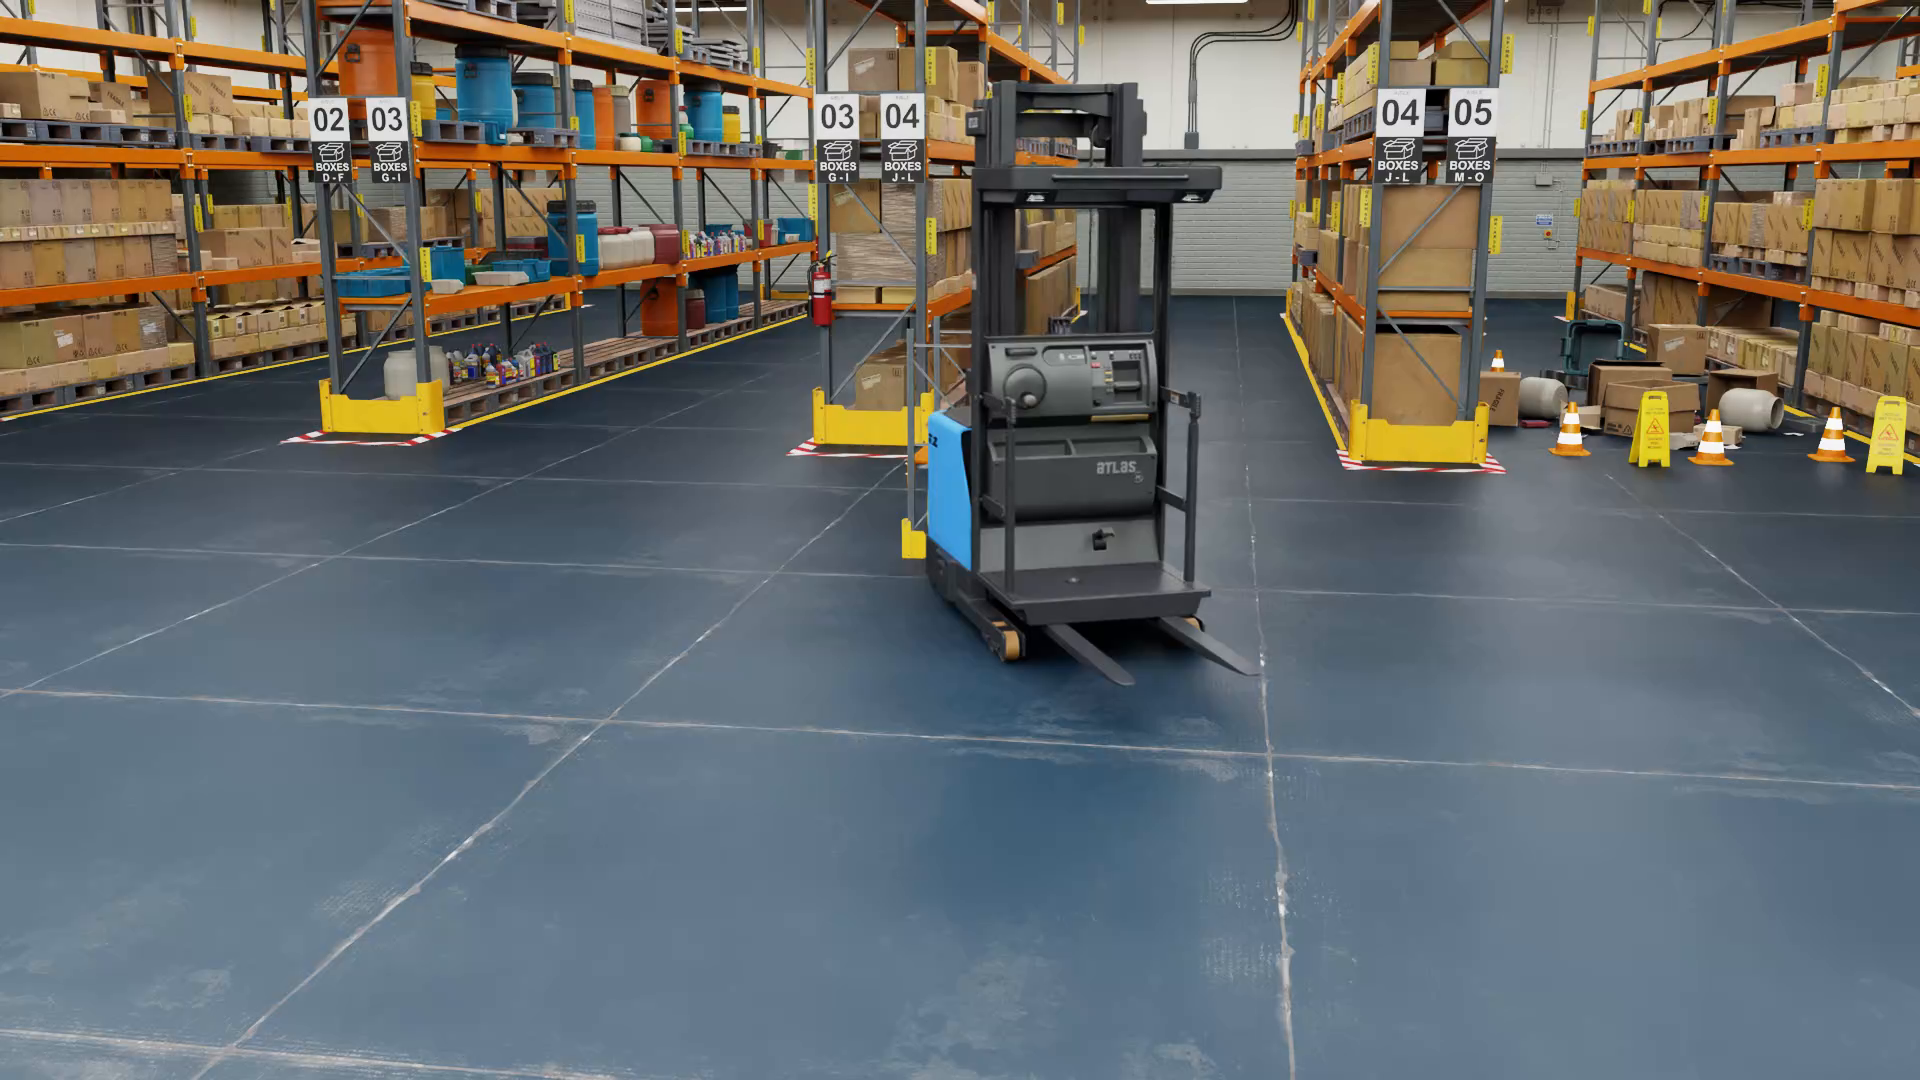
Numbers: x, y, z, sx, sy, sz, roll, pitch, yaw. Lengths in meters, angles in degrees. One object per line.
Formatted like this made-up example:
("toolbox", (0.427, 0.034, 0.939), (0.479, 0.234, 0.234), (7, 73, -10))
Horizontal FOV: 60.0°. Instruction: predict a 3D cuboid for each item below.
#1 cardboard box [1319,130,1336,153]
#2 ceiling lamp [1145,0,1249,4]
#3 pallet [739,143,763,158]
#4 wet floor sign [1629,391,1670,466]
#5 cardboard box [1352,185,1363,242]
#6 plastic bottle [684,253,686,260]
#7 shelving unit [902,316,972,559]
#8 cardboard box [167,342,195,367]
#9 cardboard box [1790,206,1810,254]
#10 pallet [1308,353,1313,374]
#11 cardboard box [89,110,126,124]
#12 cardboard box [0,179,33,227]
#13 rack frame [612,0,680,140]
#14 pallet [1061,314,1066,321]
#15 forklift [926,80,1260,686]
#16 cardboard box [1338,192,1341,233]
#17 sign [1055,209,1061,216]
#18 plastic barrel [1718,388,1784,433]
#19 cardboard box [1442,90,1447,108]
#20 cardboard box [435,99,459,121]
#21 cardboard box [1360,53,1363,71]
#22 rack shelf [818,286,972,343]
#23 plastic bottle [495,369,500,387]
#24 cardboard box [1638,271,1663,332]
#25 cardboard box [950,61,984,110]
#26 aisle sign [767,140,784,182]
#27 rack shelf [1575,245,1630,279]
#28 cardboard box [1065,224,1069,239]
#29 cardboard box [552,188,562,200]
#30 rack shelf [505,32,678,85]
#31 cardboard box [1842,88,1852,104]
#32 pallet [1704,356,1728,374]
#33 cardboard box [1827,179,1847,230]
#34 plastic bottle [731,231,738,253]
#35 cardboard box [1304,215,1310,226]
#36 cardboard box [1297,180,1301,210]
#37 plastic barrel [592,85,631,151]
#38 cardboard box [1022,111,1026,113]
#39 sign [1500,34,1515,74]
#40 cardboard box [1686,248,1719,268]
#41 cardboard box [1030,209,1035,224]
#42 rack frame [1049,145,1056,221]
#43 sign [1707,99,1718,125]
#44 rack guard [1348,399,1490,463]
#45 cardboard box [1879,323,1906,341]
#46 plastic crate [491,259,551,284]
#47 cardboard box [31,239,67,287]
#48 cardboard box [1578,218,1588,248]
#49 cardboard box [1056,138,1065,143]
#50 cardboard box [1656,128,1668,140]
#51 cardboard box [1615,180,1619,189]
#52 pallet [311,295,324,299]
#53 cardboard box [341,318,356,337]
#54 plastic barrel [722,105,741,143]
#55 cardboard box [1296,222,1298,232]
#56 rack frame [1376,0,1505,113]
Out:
("cardboard box", (5.148, -5.505, 22.562), (0.500, 0.500, 0.500), (2, 12, 9))
("ceiling lamp", (4.574, -11.973, 31.834), (2.000, 3.185, 0.800), (2, 12, 9))
("pallet", (-3.877, -6.246, 26.683), (1.213, 0.211, 1.003), (2, 12, 9))
("wet floor sign", (6.033, -0.977, 14.494), (0.267, 0.644, 0.232), (0, 12, -1))
("cardboard box", (4.343, -3.219, 16.392), (0.875, 0.550, 0.500), (2, 12, 9))
("plastic bottle", (-4.083, -4.224, 24.269), (0.152, 0.276, 0.135), (2, 12, 9))
("shelving unit", (-0.012, -0.717, 11.262), (0.587, 1.500, 1.083), (2, 12, 9))
("cardboard box", (-9.833, -2.291, 20.536), (0.500, 0.250, 0.500), (2, 12, 9))
("cardboard box", (9.447, -3.394, 18.183), (0.500, 0.500, 0.500), (2, 12, 8))
("pallet", (5.115, -2.338, 21.842), (1.003, 0.211, 1.213), (2, 12, 9))
("cardboard box", (-9.893, -4.891, 19.217), (0.380, 0.149, 0.250), (2, 12, 9))
("cardboard box", (-10.425, -3.602, 17.770), (0.700, 0.500, 0.500), (2, 12, 7))
("rack frame", (-4.469, -7.138, 23.255), (1.000, 3.000, 0.127), (2, 12, 9))
("pallet", (1.235, -3.670, 28.022), (1.003, 0.211, 1.213), (2, 12, 9))
("forklift", (0.662, -0.893, 8.679), (1.130, 2.935, 3.031), (-3, 13, -14))
("cardboard box", (5.000, -3.989, 20.273), (0.700, 0.500, 0.500), (2, 12, 8))
("sign", (1.578, -5.389, 26.820), (0.100, 0.325, 0.005), (2, 12, 9))
("plastic barrel", (7.809, -1.278, 16.419), (0.421, 0.421, 0.512), (-10, 16, -40))
("cardboard box", (4.488, -3.910, 14.756), (0.380, 0.149, 0.250), (2, 12, 9))
("cardboard box", (-8.710, -7.306, 28.542), (0.700, 0.500, 0.500), (2, 12, 9))
("cardboard box", (3.993, -4.531, 15.748), (0.380, 0.149, 0.250), (2, 12, 8))
("rack shelf", (-0.497, -2.444, 17.422), (1.077, 0.370, 4.000), (2, 12, 9))
("plastic bottle", (-5.096, -1.776, 18.212), (0.097, 0.201, 0.097), (0, 12, 0))
("cardboard box", (10.816, -3.591, 25.085), (0.875, 0.875, 0.875), (2, 12, 10))
("cardboard box", (-0.007, -5.015, 18.395), (0.500, 0.500, 0.500), (2, 12, 7))
("aisle sign", (-3.521, -7.166, 31.455), (0.394, 0.787, 0.004), (2, 12, 9))
("rack shelf", (11.140, -4.621, 27.524), (1.077, 0.370, 4.000), (2, 12, 9))
("cardboard box", (1.611, -5.353, 28.861), (0.500, 0.250, 0.500), (2, 12, 9))
("cardboard box", (-7.929, -6.468, 31.776), (0.500, 0.500, 0.500), (2, 12, 8))
("rack shelf", (-4.776, -6.175, 21.441), (1.077, 0.370, 4.000), (2, 12, 9))
("cardboard box", (9.220, -4.514, 16.904), (0.380, 0.149, 0.250), (2, 12, 10))
("pallet", (10.096, -2.198, 21.191), (1.003, 0.211, 1.213), (2, 12, 9))
("cardboard box", (9.220, -3.384, 16.759), (0.700, 0.500, 0.500), (2, 12, 9))
("plastic bottle", (-3.671, -4.812, 26.819), (0.144, 0.351, 0.185), (2, 12, 9))
("cardboard box", (5.014, -4.460, 23.256), (0.380, 0.149, 0.250), (2, 12, 10))
("cardboard box", (5.962, -5.808, 28.005), (0.500, 0.500, 0.500), (1, 12, 7))
("plastic barrel", (-4.809, -5.753, 22.757), (0.600, 0.901, 0.600), (0, 12, 0))
("cardboard box", (0.599, -5.697, 22.265), (0.500, 0.500, 0.500), (2, 12, 10))
("sign", (4.628, -4.111, 14.066), (0.100, 0.325, 0.005), (2, 12, 9))
("cardboard box", (10.039, -3.764, 22.196), (0.500, 0.250, 0.500), (1, 12, 7))
("cardboard box", (0.754, -5.011, 25.008), (0.797, 0.503, 0.637), (2, 12, 10))
("rack frame", (1.041, -4.878, 27.006), (1.000, 3.000, 0.127), (2, 12, 9))
("sign", (9.670, -5.501, 21.365), (0.100, 0.325, 0.005), (2, 12, 9))
("rack guard", (4.077, -0.971, 14.812), (1.175, 0.500, 0.348), (2, 12, 9))
("cardboard box", (8.927, -1.964, 15.697), (0.380, 0.149, 0.250), (2, 12, 11))
("plastic crate", (-4.986, -3.061, 18.929), (0.499, 0.251, 0.616), (2, 12, 9))
("cardboard box", (-10.350, -3.060, 18.333), (0.700, 0.500, 0.500), (2, 12, 9))
("cardboard box", (11.090, -5.347, 28.949), (0.500, 0.500, 0.500), (2, 12, 8))
("cardboard box", (1.409, -7.028, 28.392), (0.700, 0.500, 0.500), (2, 12, 11))
("cardboard box", (10.292, -5.862, 24.011), (0.380, 0.166, 0.250), (1, 12, 5))
("cardboard box", (10.825, -5.750, 26.902), (0.380, 0.149, 0.250), (2, 12, 7))
("pallet", (-13.073, -4.660, 32.613), (1.003, 0.211, 1.213), (2, 12, 9))
("cardboard box", (-9.202, -3.110, 24.336), (0.500, 0.250, 0.500), (2, 12, 10))
("plastic barrel", (-3.793, -6.605, 26.458), (0.600, 0.588, 0.600), (0, 12, 0))
("cardboard box", (5.373, -4.803, 25.552), (0.380, 0.149, 0.250), (2, 12, 8))
("rack frame", (4.081, -5.130, 13.939), (1.000, 3.000, 0.127), (2, 12, 9))
